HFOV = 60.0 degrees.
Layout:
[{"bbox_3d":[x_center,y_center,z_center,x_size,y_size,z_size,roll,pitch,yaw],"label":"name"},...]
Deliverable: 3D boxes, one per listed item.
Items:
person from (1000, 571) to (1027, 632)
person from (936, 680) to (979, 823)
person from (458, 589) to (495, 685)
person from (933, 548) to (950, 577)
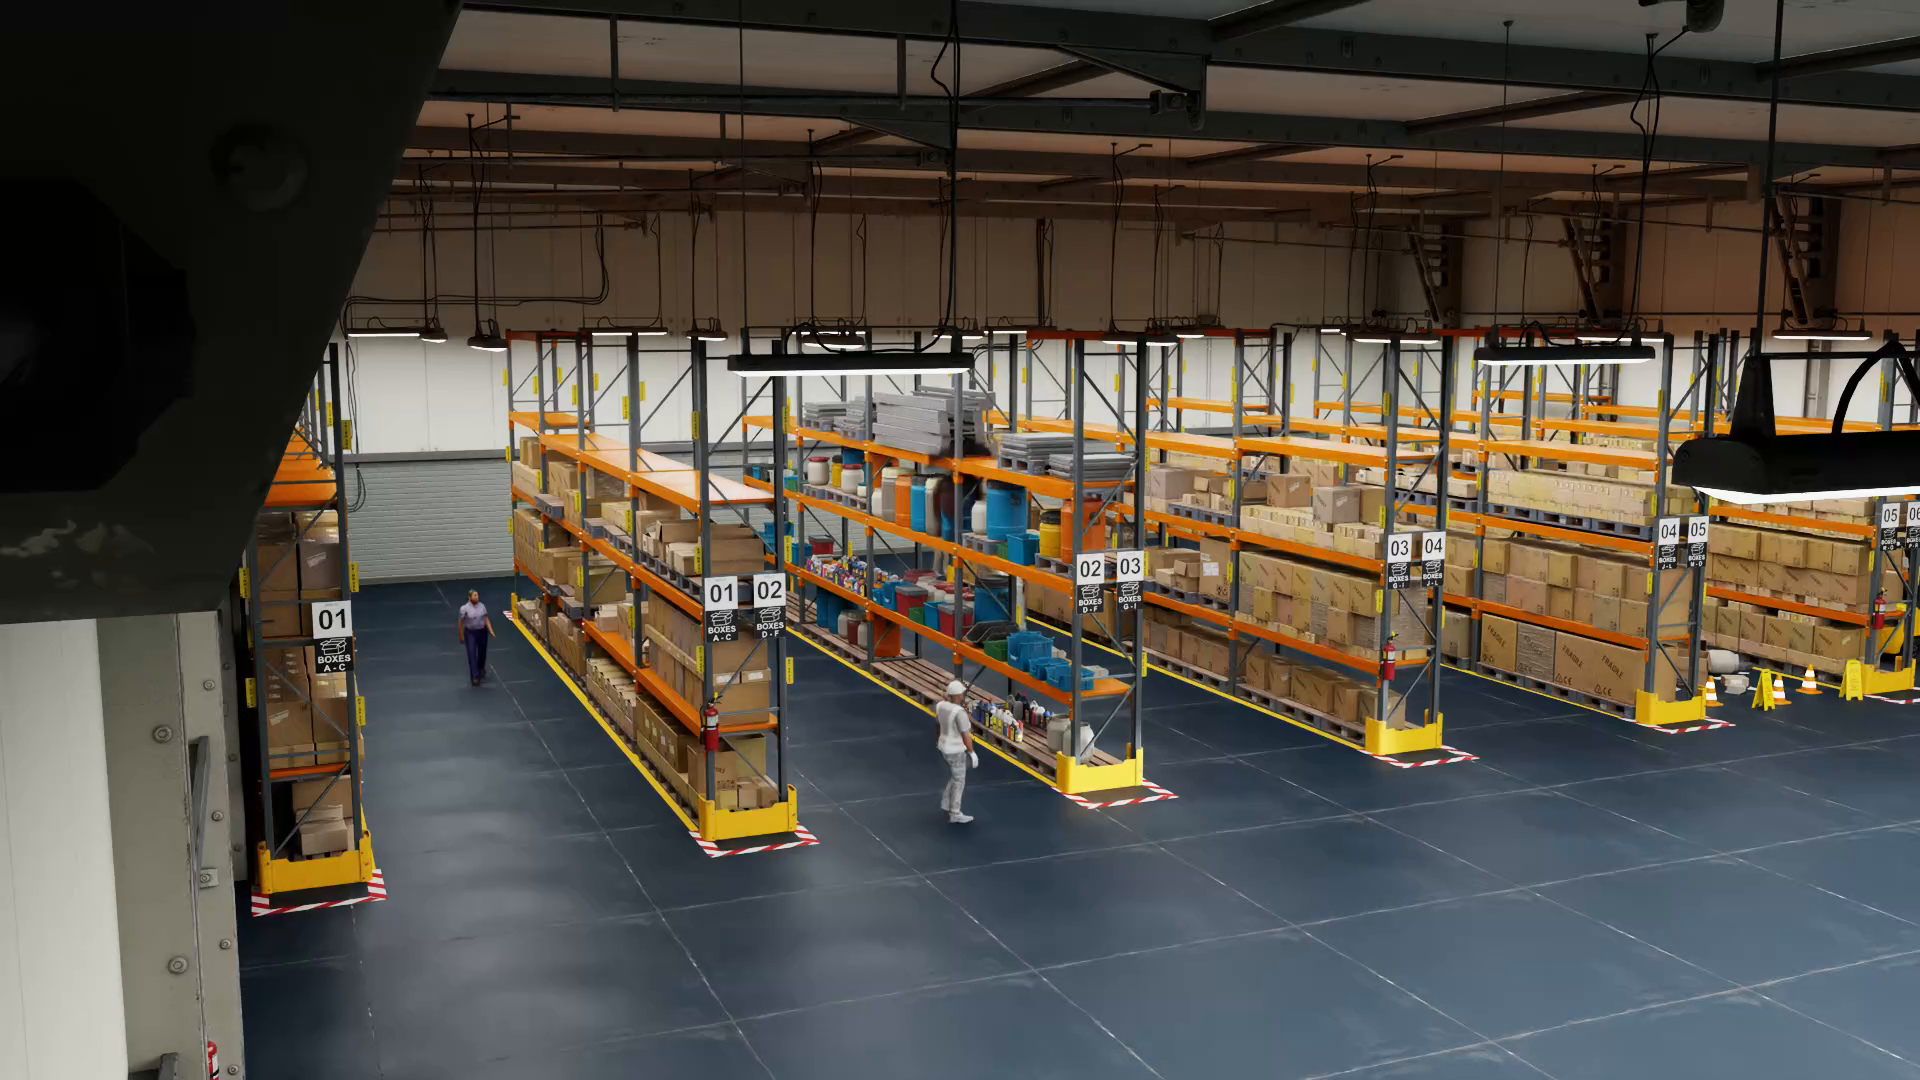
[{"bbox_3d":[1.066,1.004,32.750,0.618,1.719,1.039,-3,8,-20],"label":"person"},{"bbox_3d":[-0.044,2.640,20.797,0.417,1.793,0.661,-3,8,-21],"label":"person"},{"bbox_3d":[-8.359,1.641,28.742,0.592,1.584,0.988,-3,8,-24],"label":"person"},{"bbox_3d":[-0.415,0.043,40.026,0.551,1.740,0.496,-6,10,-36],"label":"person"}]
